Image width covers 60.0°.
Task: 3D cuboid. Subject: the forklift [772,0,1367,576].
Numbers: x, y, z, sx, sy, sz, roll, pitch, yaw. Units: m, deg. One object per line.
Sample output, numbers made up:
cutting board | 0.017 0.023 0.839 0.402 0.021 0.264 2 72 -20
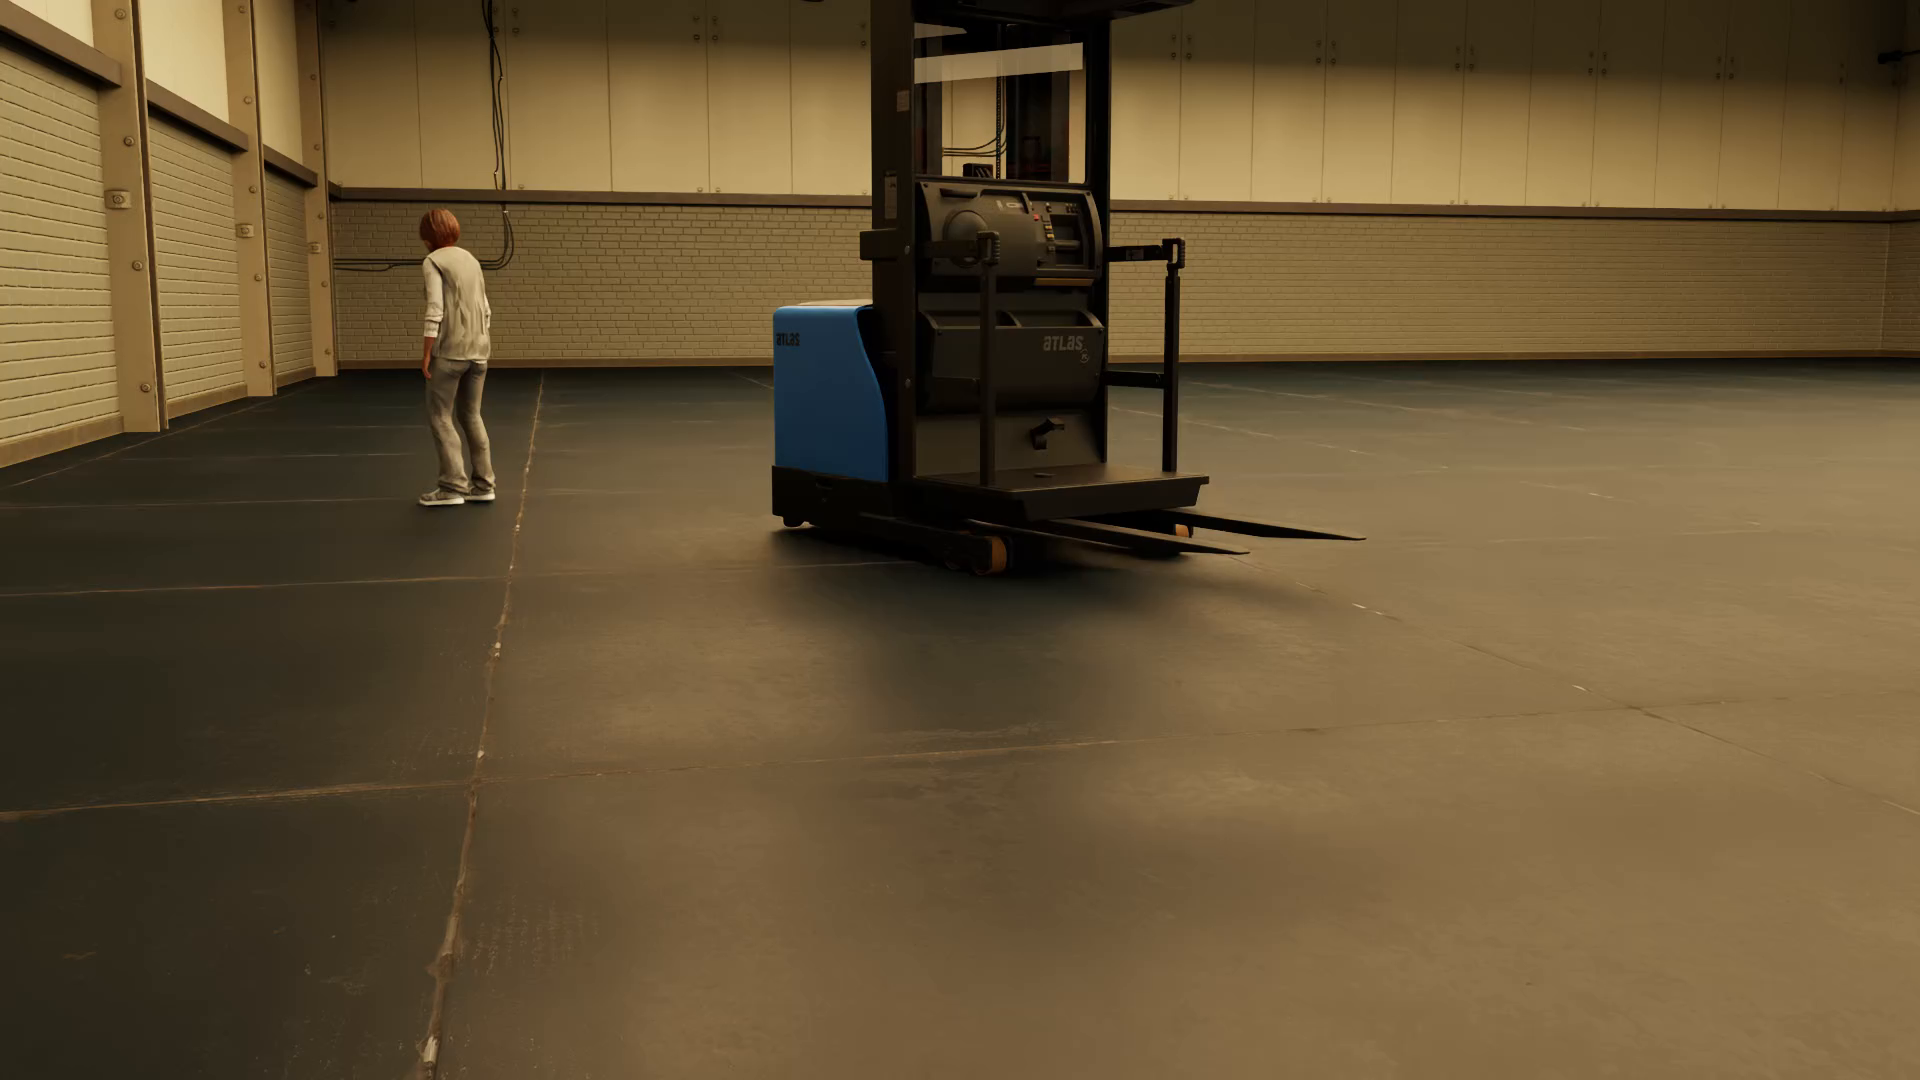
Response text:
forklift | 0.355 -1.383 7.015 1.130 2.935 3.031 -6 10 -35

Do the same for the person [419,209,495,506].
person | -2.738 -0.985 9.013 0.345 1.591 0.459 4 9 27
